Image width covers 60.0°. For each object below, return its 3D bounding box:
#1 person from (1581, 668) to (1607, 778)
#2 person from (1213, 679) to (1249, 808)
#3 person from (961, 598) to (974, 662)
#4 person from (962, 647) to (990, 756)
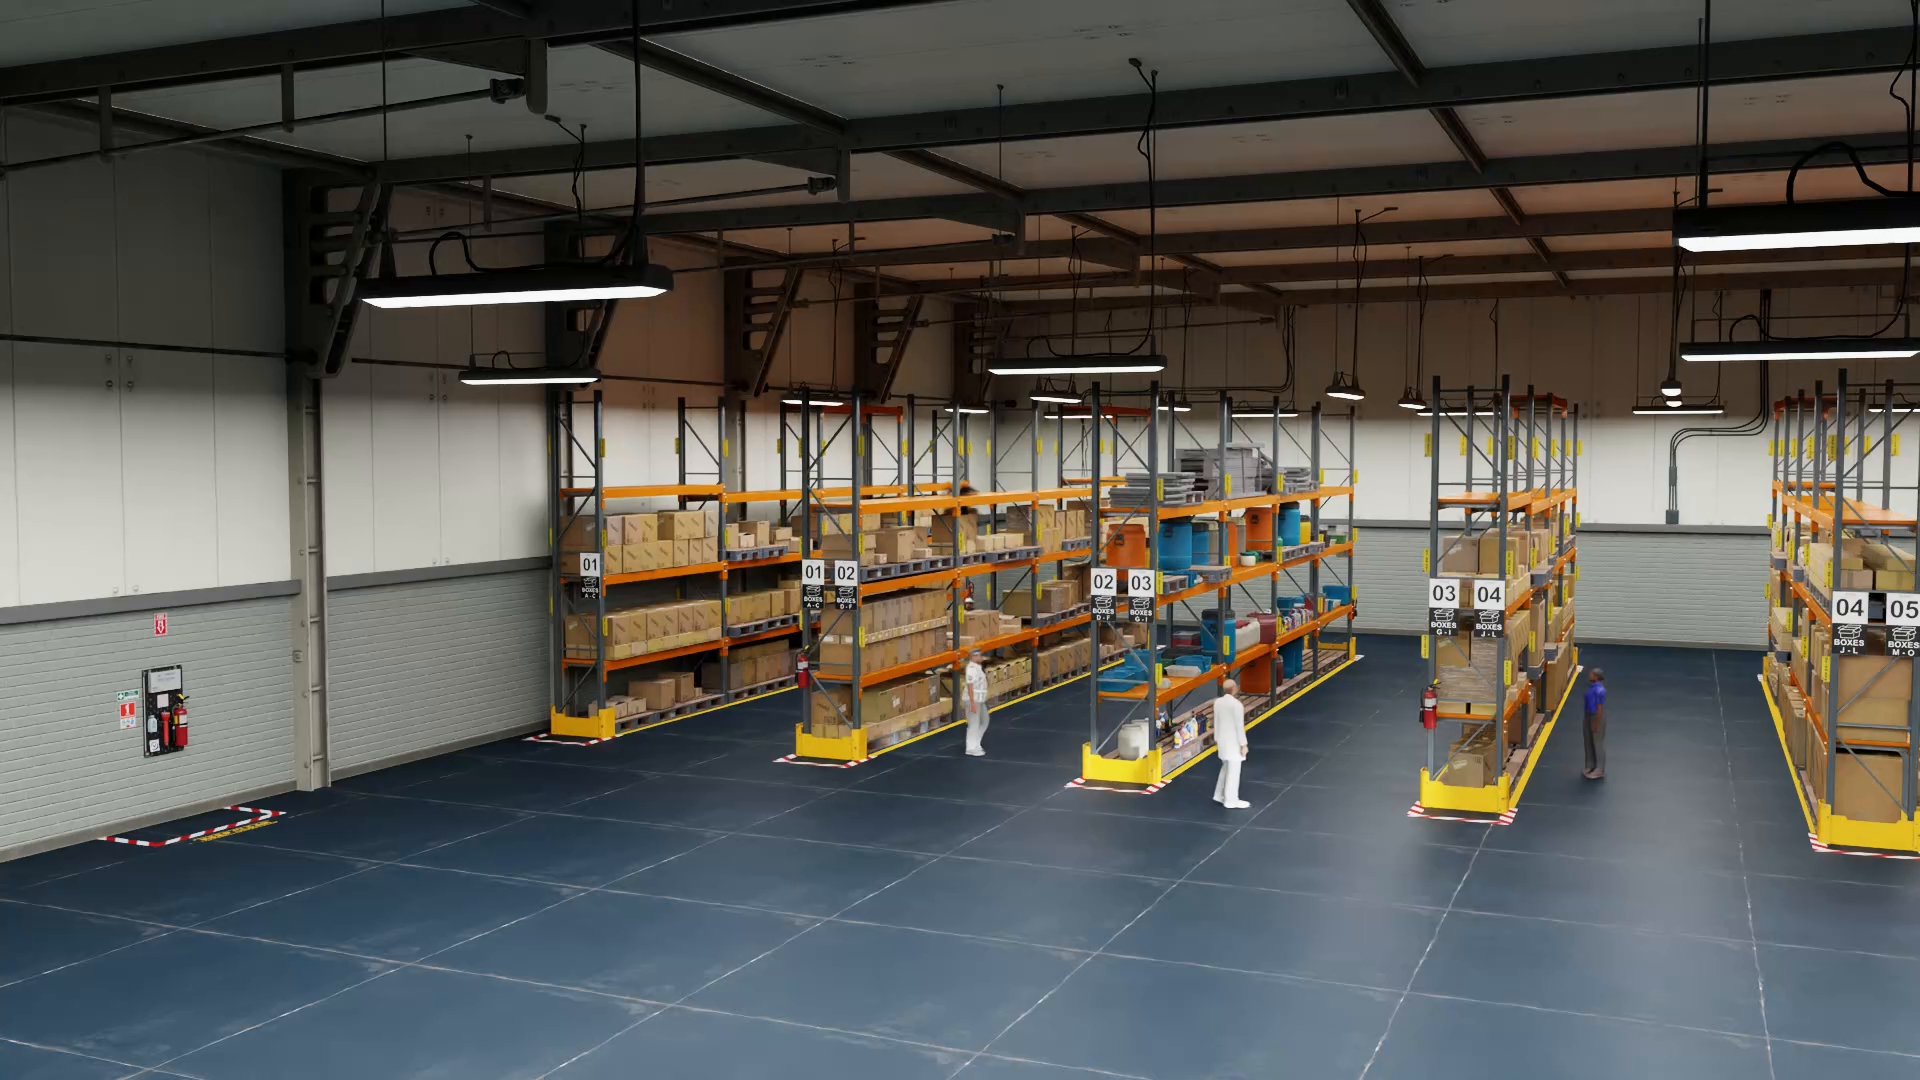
[{"bbox_3d":[9.657,2.773,25.367,0.367,1.662,0.451,-1,3,-13],"label":"person"},{"bbox_3d":[3.814,2.854,23.184,0.377,1.827,0.654,-2,4,-27],"label":"person"},{"bbox_3d":[0.162,2.125,36.009,0.610,1.723,1.030,1,3,22],"label":"person"},{"bbox_3d":[0.238,2.645,27.142,0.402,1.797,0.644,1,3,13],"label":"person"}]
